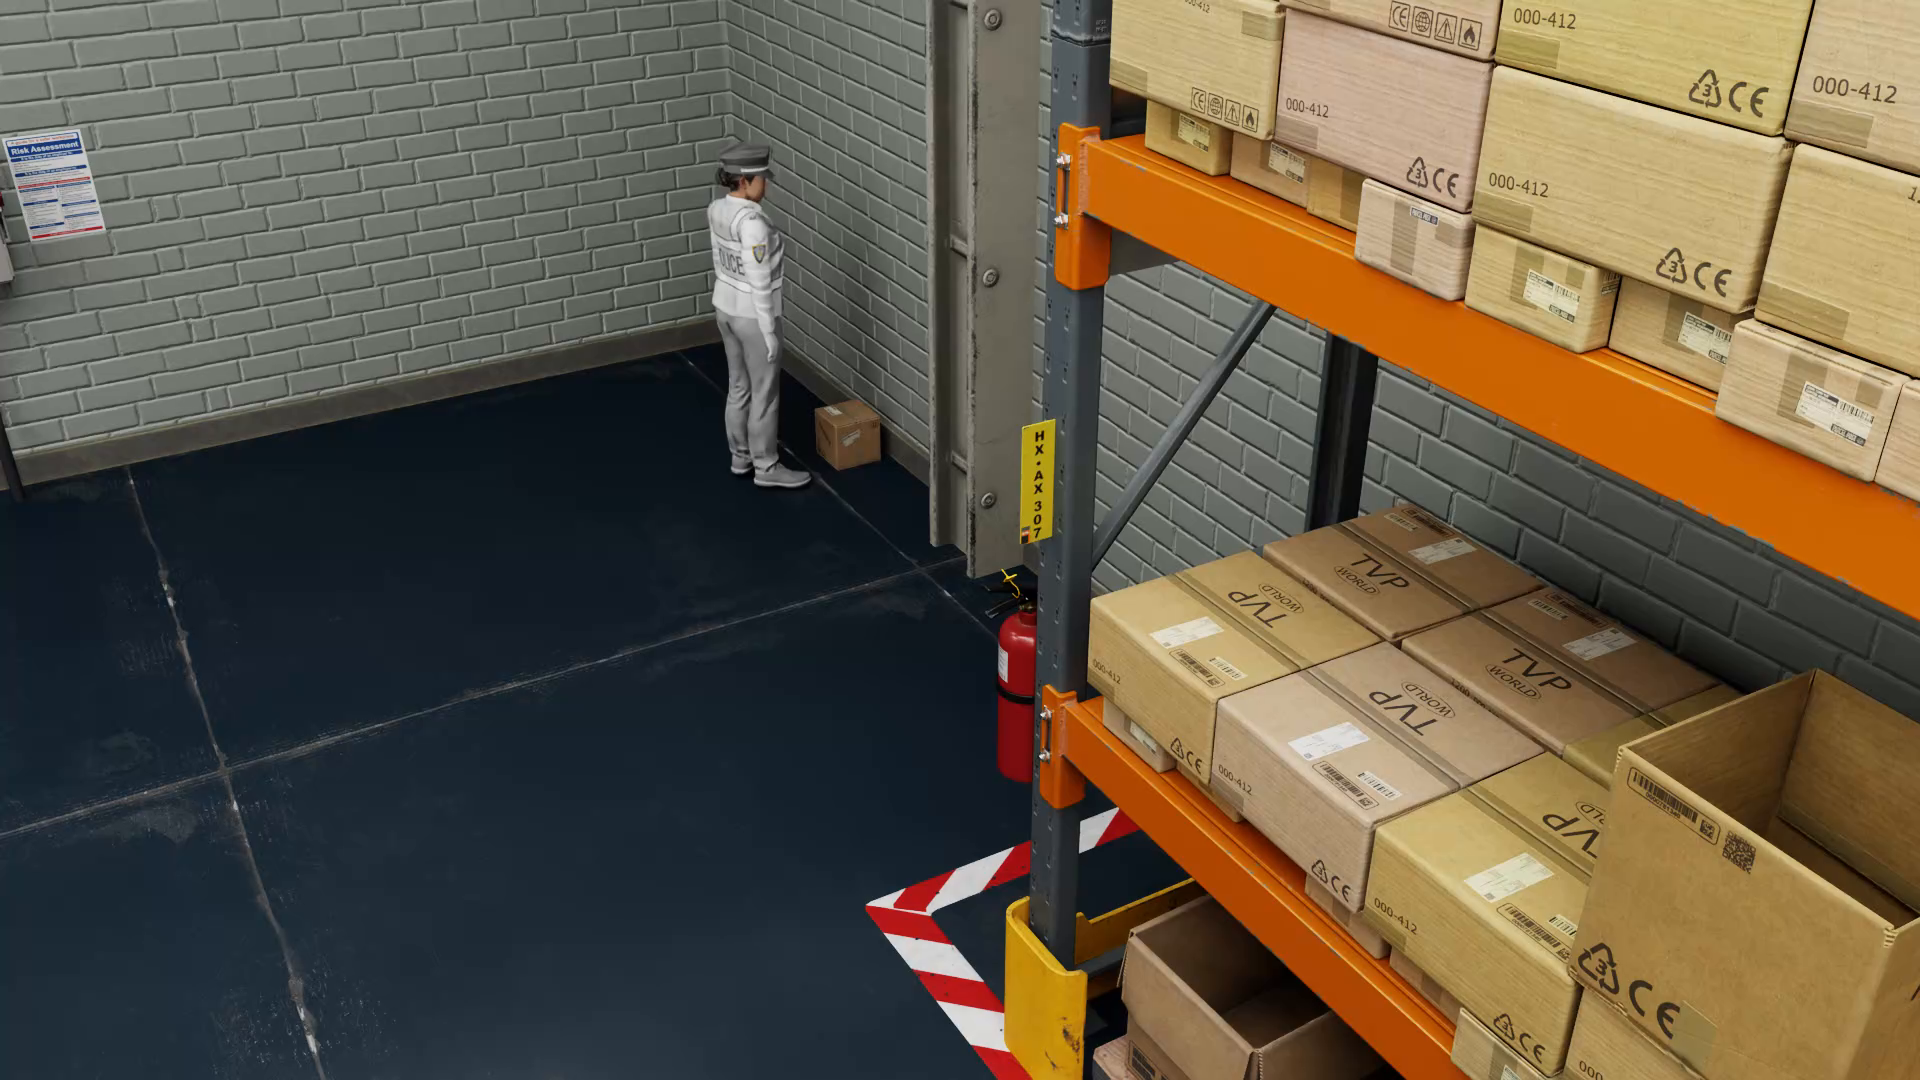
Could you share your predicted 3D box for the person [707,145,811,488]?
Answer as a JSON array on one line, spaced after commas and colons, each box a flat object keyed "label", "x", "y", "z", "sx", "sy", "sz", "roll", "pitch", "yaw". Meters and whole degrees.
[{"label": "person", "x": -1.004, "y": -1.065, "z": 7.989, "sx": 0.339, "sy": 1.679, "sz": 0.523, "roll": -21, "pitch": 35, "yaw": -32}]
